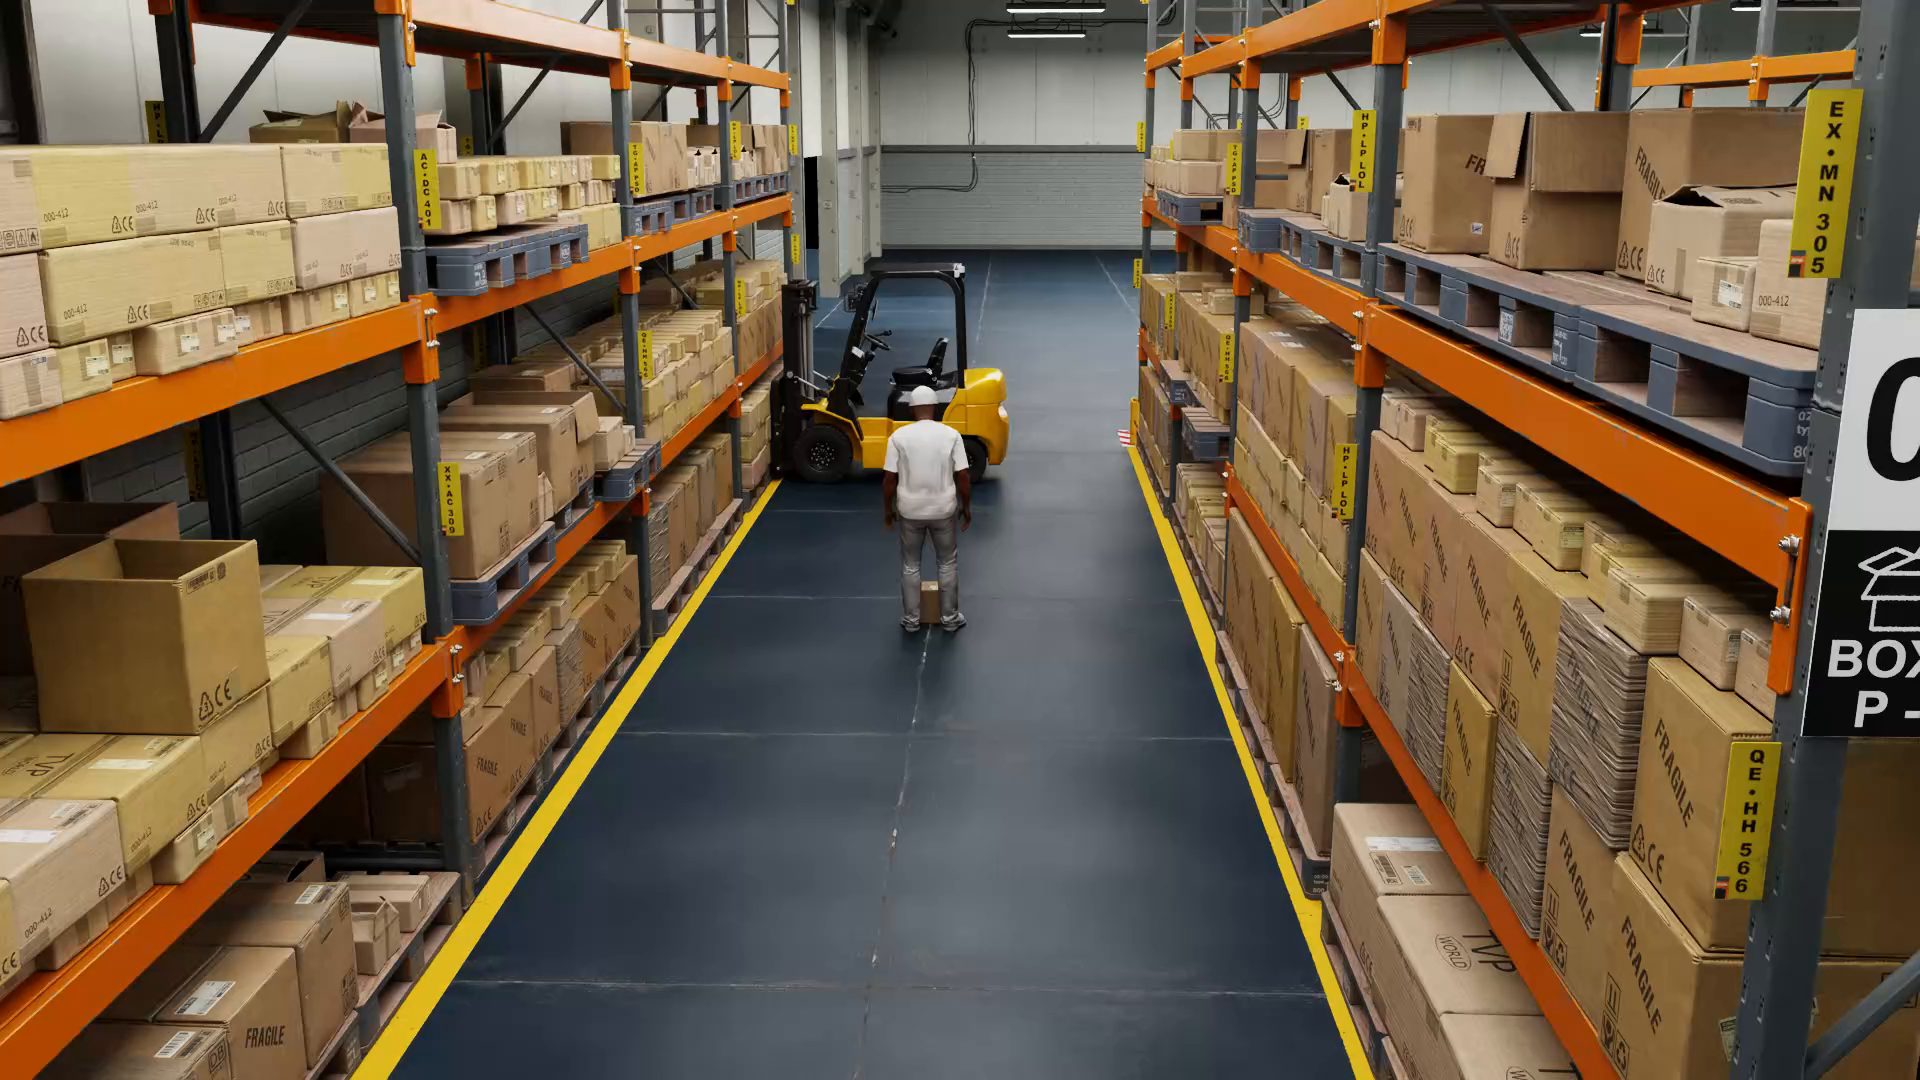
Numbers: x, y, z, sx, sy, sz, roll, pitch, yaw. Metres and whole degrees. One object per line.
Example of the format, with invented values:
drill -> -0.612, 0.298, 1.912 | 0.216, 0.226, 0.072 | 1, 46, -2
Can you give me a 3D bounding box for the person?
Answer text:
person -> -0.234, -0.219, 11.850 | 0.628, 1.761, 0.457 | 0, 14, -1
